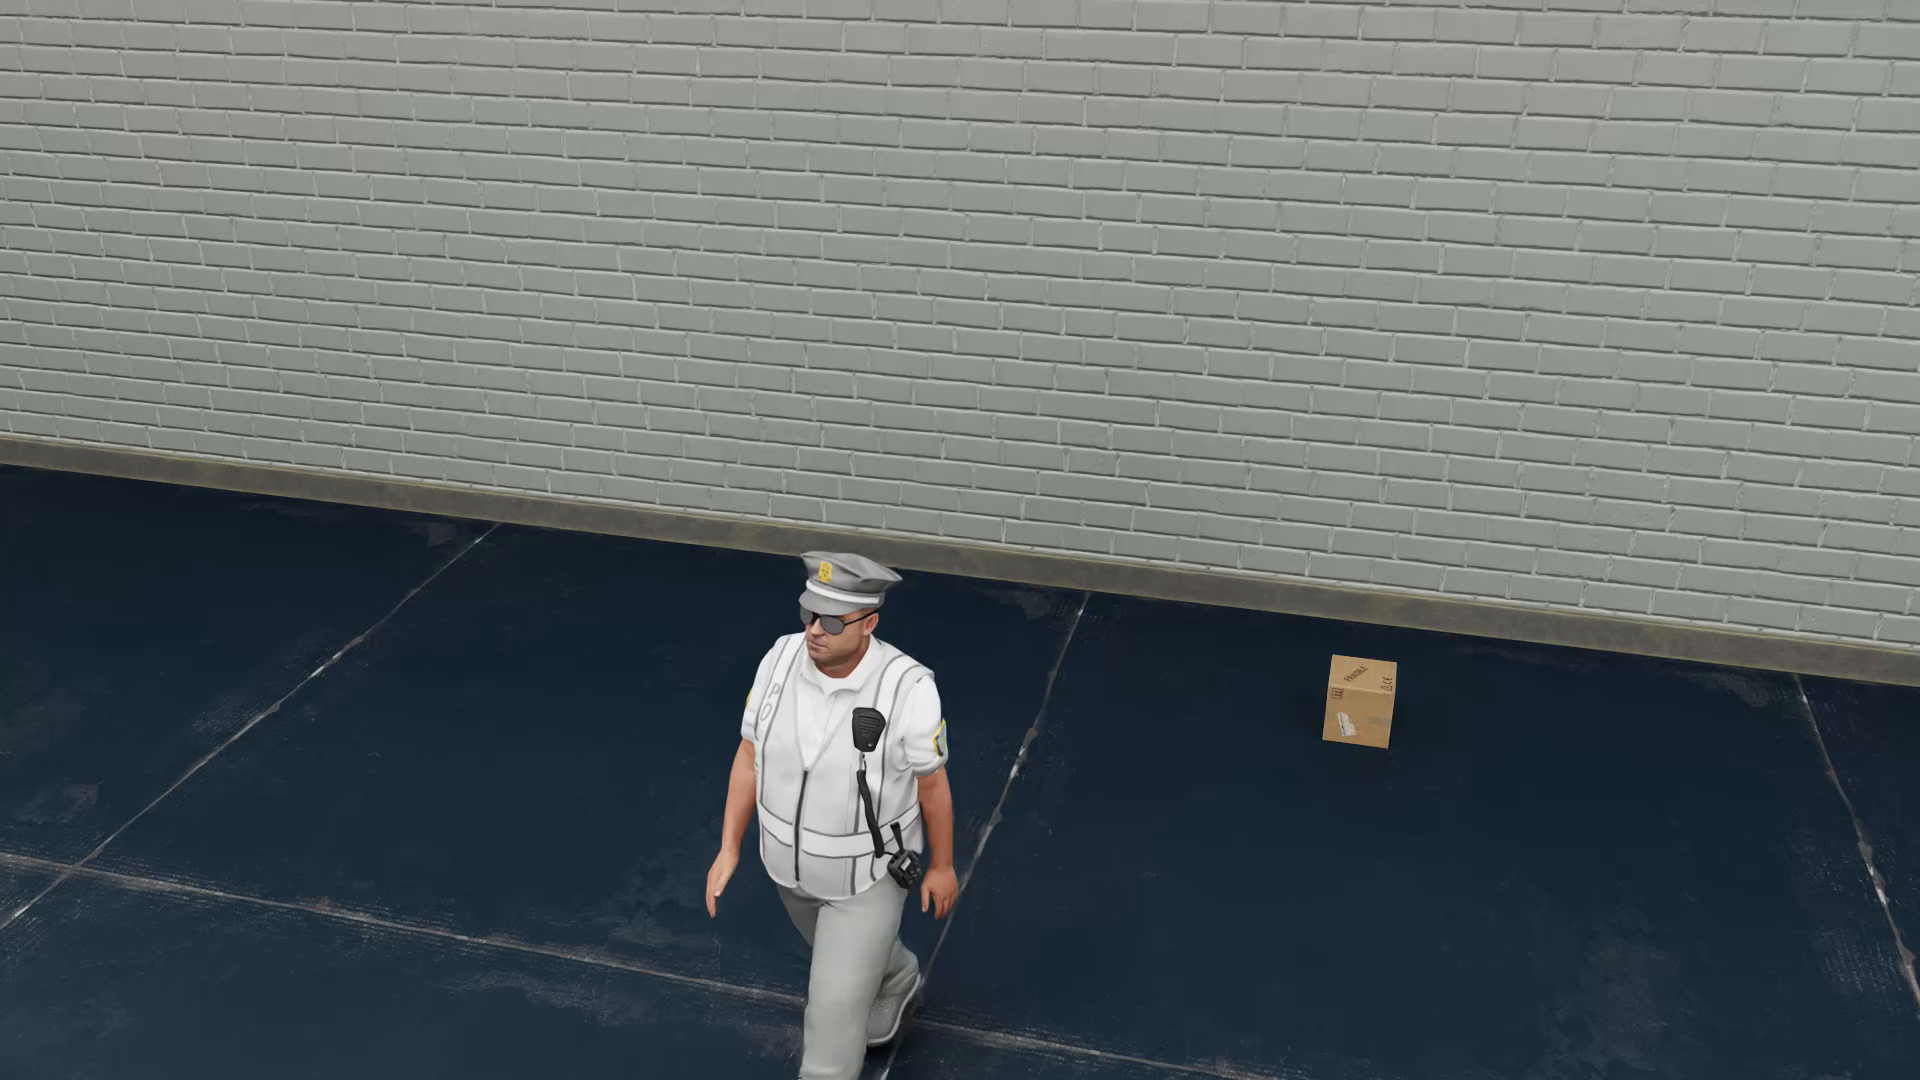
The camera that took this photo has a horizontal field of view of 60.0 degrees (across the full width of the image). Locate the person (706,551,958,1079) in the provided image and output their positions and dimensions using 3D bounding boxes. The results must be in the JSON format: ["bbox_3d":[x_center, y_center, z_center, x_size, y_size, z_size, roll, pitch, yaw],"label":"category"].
[{"bbox_3d":[-0.348,0.821,4.319,0.564,1.722,1.040,13,28,26],"label":"person"}]
